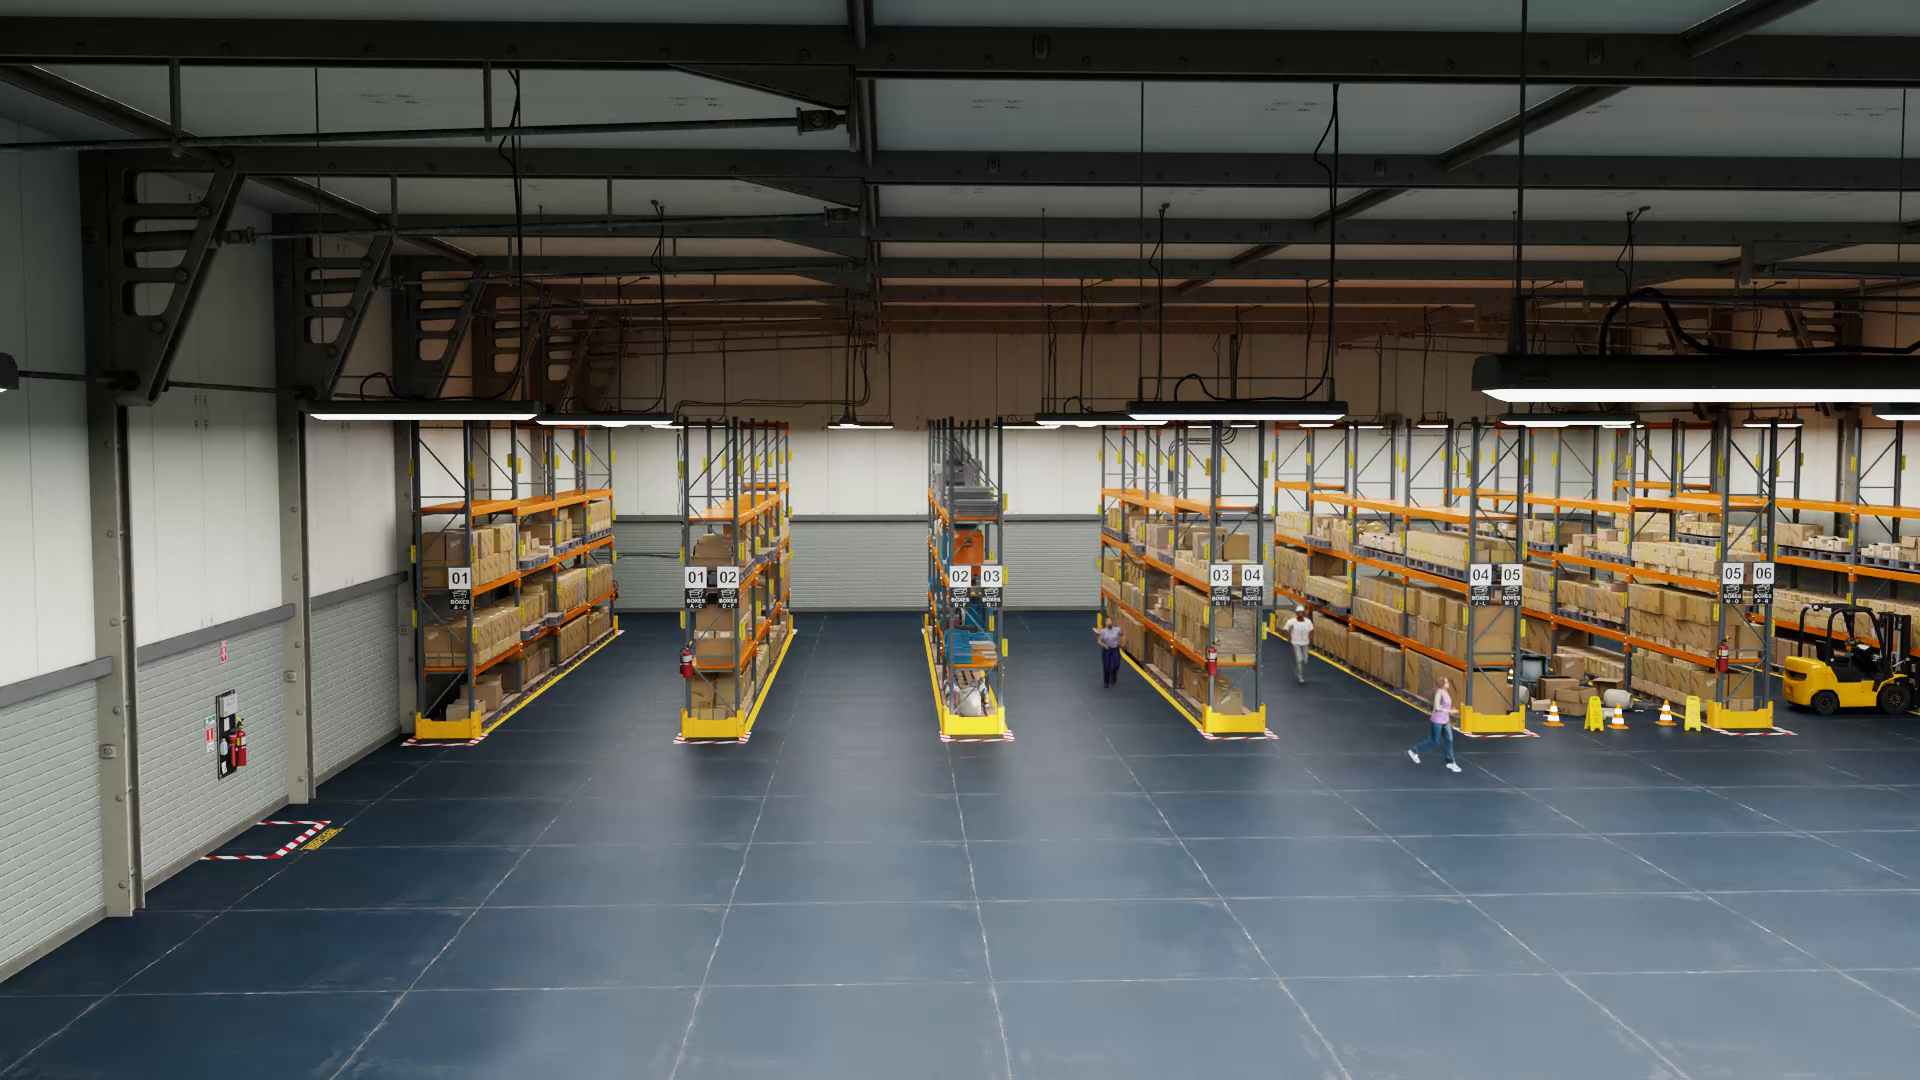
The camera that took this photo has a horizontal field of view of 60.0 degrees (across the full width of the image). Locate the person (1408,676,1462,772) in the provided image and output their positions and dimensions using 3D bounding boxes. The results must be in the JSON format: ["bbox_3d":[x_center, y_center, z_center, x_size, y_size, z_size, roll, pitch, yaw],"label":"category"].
[{"bbox_3d":[8.072,3.089,28.148,0.882,1.603,0.550,3,5,36],"label":"person"}]

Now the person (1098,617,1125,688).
[{"bbox_3d":[3.373,2.508,37.008,0.628,1.601,0.697,0,4,3],"label":"person"}]

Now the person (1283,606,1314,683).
[{"bbox_3d":[7.760,2.376,38.002,0.730,1.741,0.715,0,4,-8],"label":"person"}]
